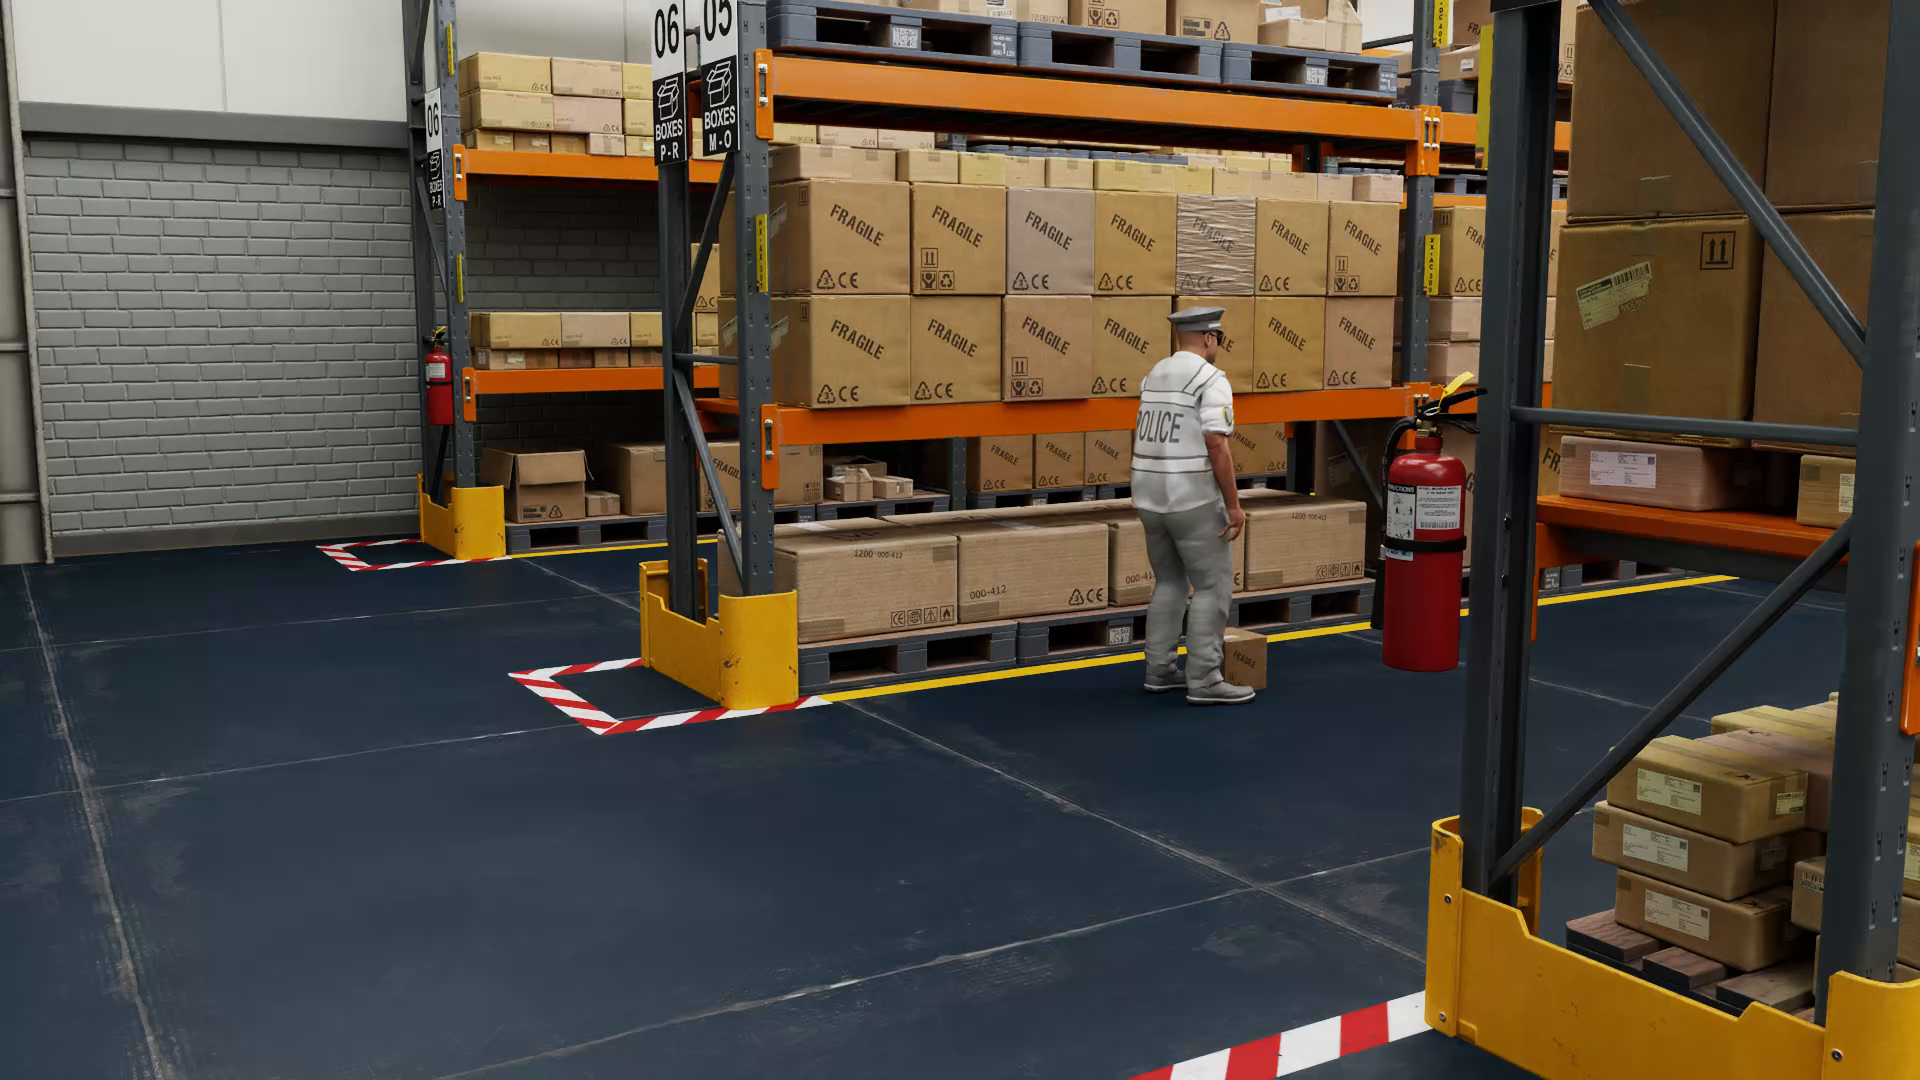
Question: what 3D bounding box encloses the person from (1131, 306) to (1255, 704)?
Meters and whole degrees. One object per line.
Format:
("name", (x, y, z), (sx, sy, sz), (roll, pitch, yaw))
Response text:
("person", (1.007, -0.165, 7.448), (0.428, 1.751, 0.605), (-5, 10, -34))
